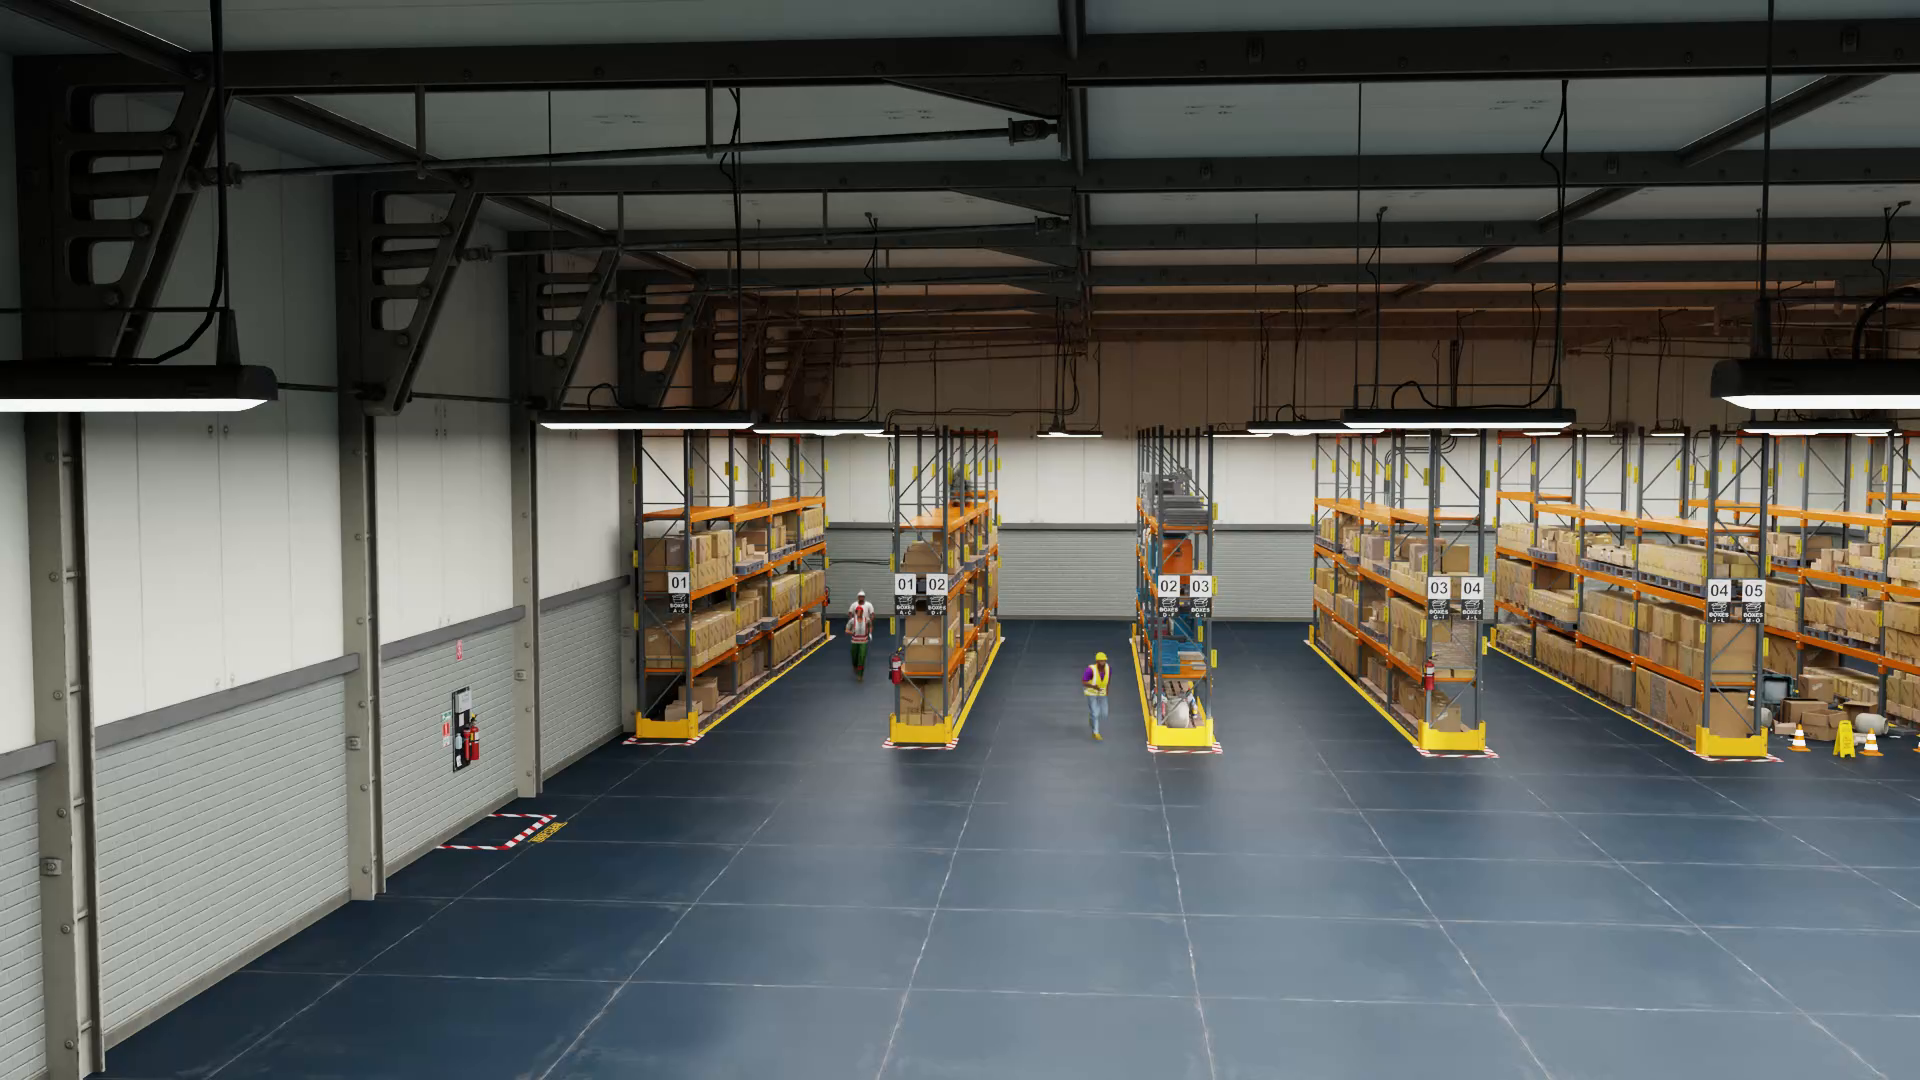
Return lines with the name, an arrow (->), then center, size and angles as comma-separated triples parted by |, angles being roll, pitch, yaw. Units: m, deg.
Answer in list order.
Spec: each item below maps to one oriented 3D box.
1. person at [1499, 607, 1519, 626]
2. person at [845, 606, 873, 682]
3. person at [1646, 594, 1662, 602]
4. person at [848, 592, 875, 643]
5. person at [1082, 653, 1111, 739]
person -> 15.741, 2.014, 47.520 | 0.722, 1.756, 0.707 | 0, 3, -6
person -> -2.403, 2.448, 39.661 | 0.666, 1.767, 0.896 | 0, 3, -7
person -> 19.654, 2.065, 47.195 | 0.669, 1.700, 0.650 | 1, 4, 15
person -> -2.613, 2.226, 43.993 | 0.701, 1.732, 0.642 | 0, 3, -1
person -> 2.631, 2.979, 31.813 | 0.672, 1.683, 0.730 | -1, 4, -19
